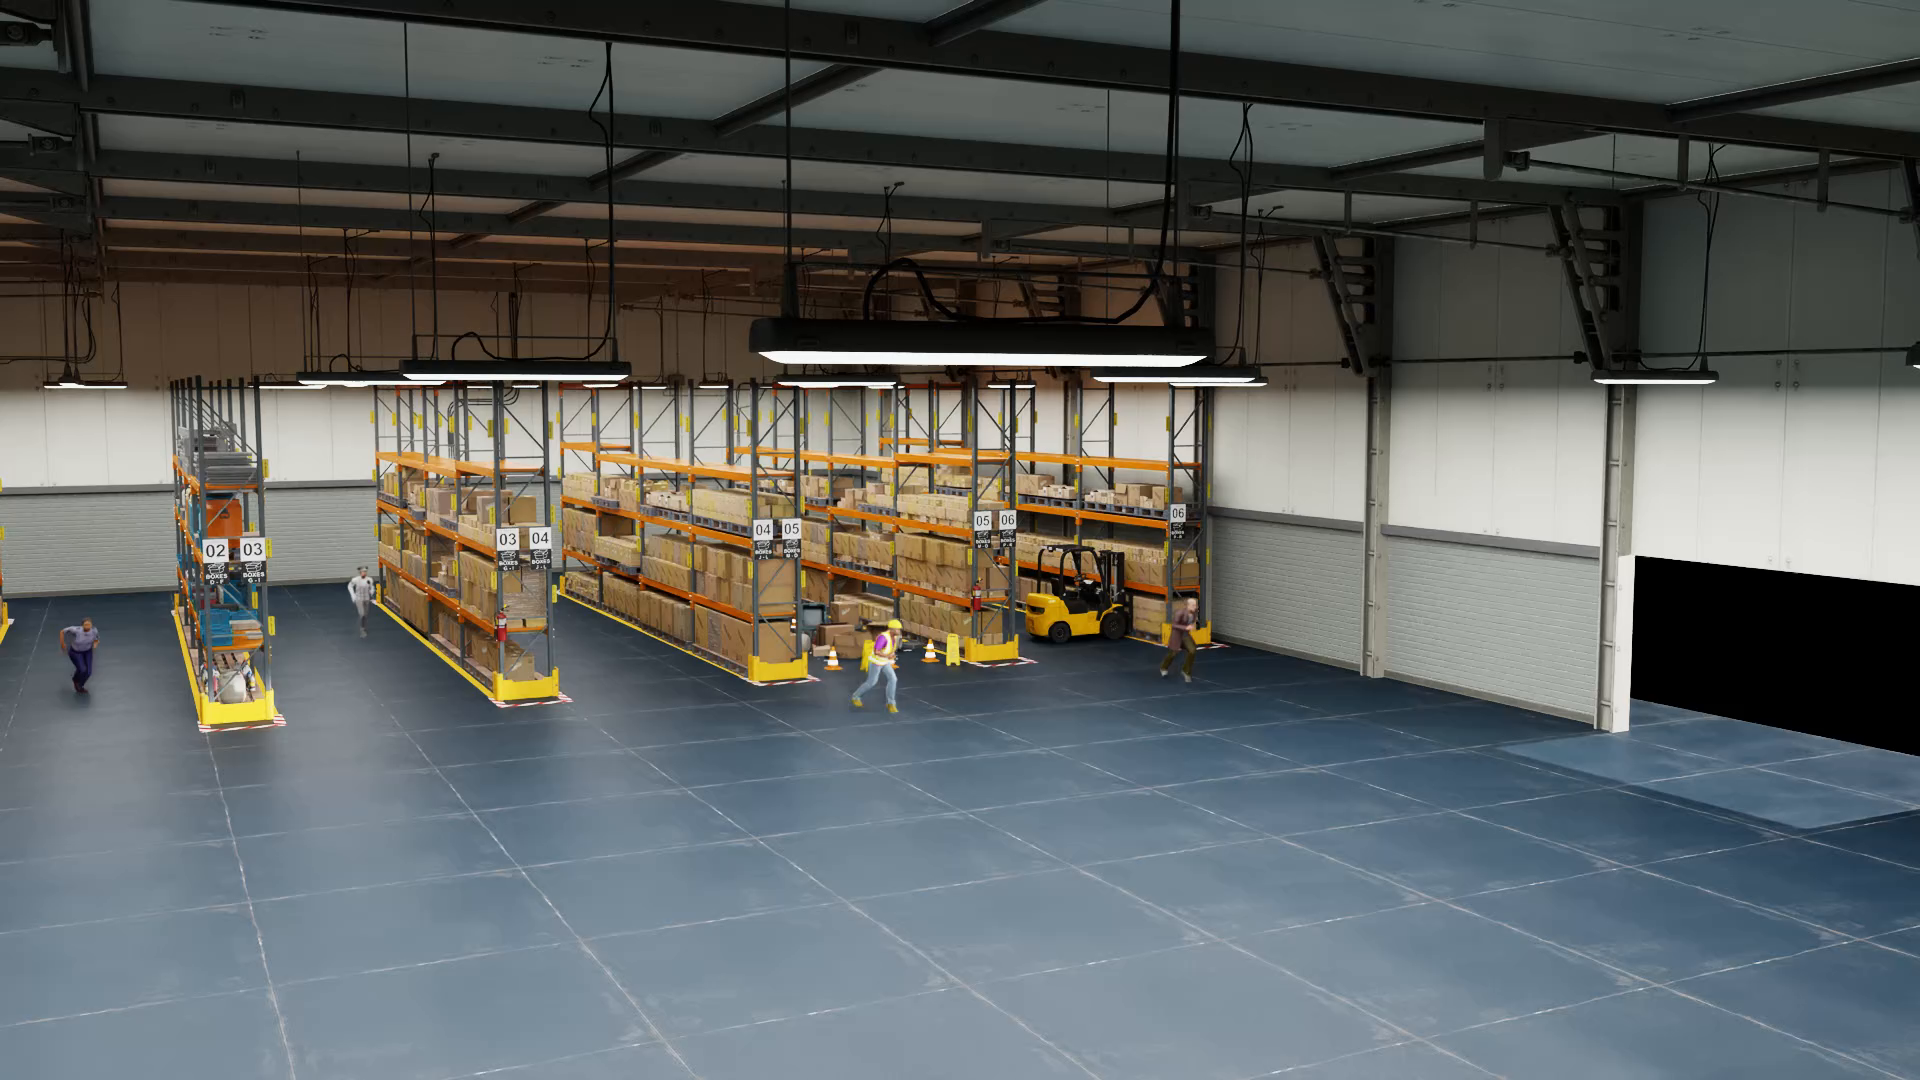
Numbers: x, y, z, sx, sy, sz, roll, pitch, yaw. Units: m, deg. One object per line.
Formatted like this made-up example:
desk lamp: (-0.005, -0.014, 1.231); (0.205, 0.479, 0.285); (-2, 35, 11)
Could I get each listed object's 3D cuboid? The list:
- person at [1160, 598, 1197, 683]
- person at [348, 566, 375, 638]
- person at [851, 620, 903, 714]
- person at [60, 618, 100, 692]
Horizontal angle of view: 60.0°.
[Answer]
person: (4.361, 2.065, 32.996); (0.750, 1.573, 1.070); (-4, 6, -35)
person: (-13.980, 1.449, 38.929); (0.546, 1.734, 0.833); (-4, 7, -39)
person: (-1.477, 2.263, 29.820); (1.043, 1.719, 0.745); (2, 6, 24)
person: (-16.644, 2.189, 31.462); (0.857, 1.482, 0.636); (4, 7, 40)
